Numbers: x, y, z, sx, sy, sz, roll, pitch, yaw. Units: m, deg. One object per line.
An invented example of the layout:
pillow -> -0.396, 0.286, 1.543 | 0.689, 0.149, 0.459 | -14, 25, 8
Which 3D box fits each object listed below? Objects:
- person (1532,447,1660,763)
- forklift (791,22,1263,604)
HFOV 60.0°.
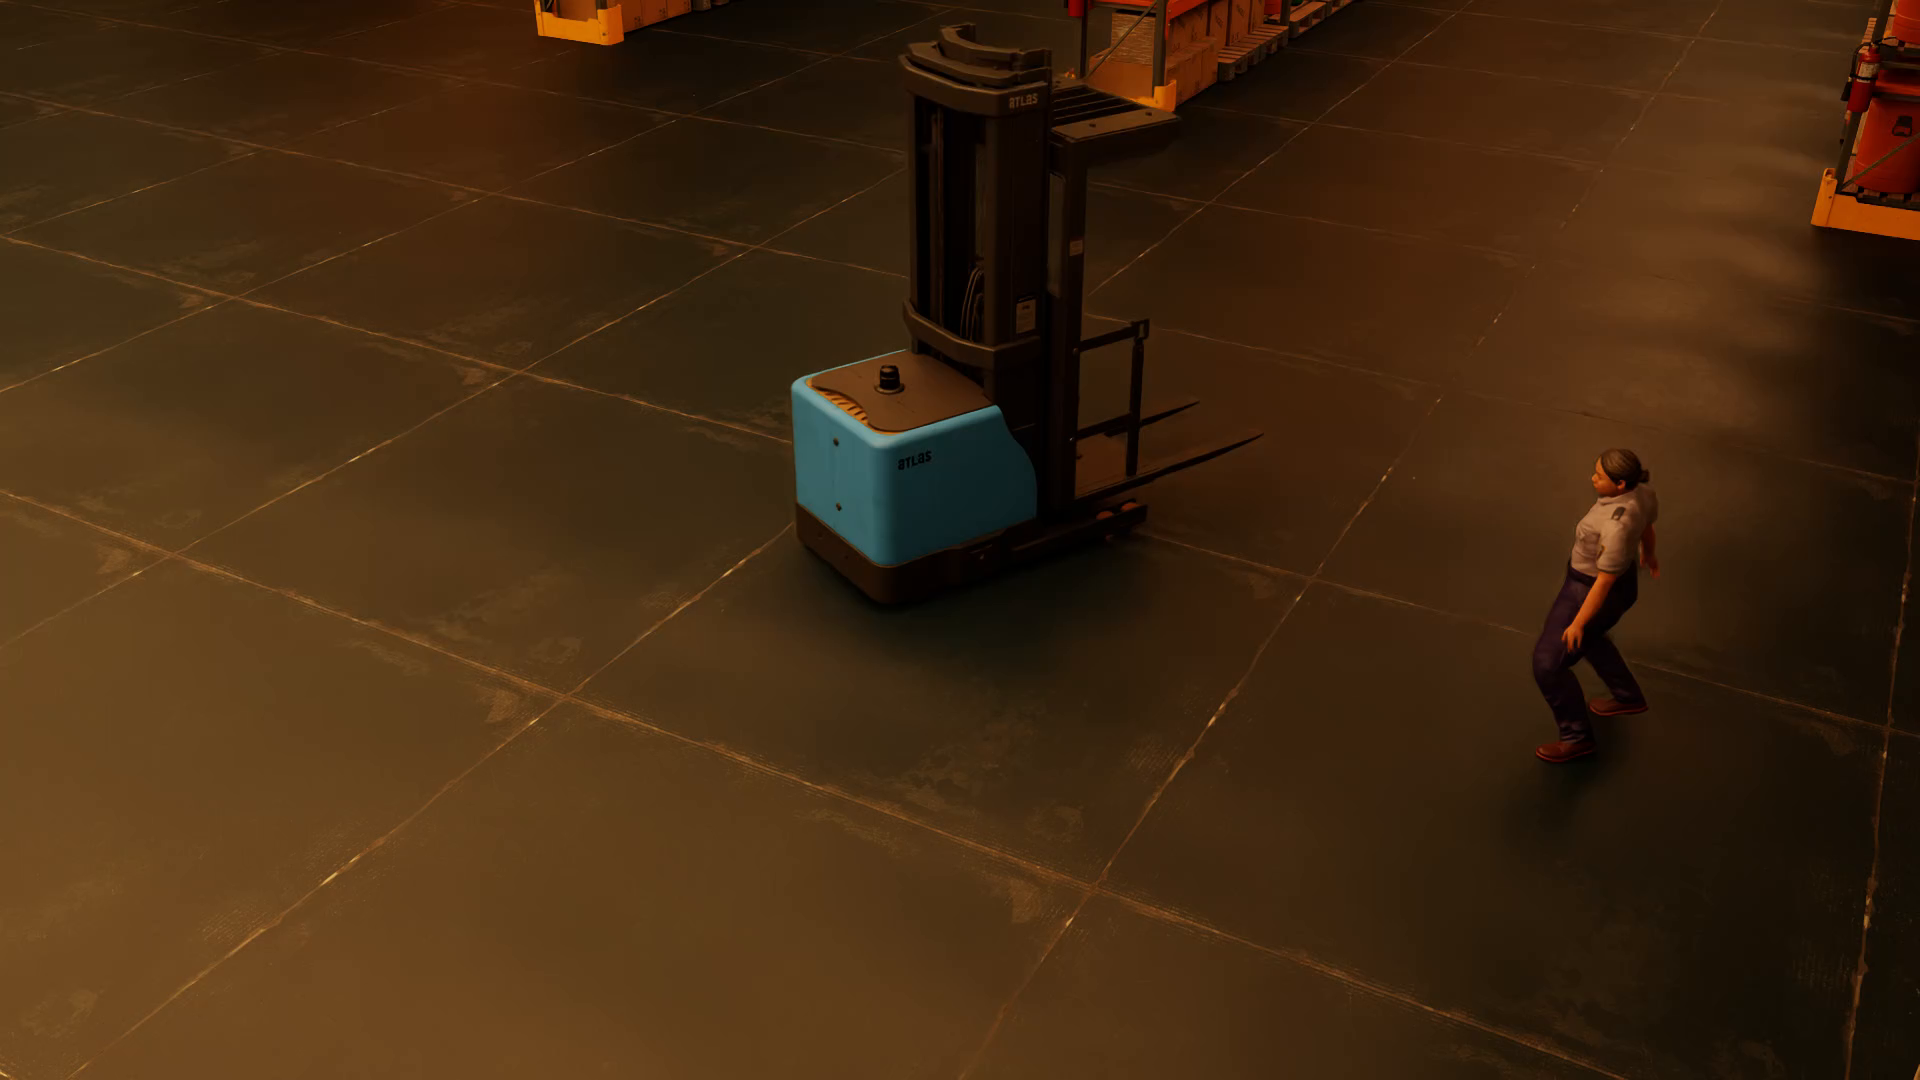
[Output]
person -> 3.151, 0.256, 8.000 | 0.475, 1.574, 0.838 | 23, 37, 34
forklift -> 0.525, -1.475, 9.626 | 3.031, 2.935, 1.130 | -19, 35, -29
